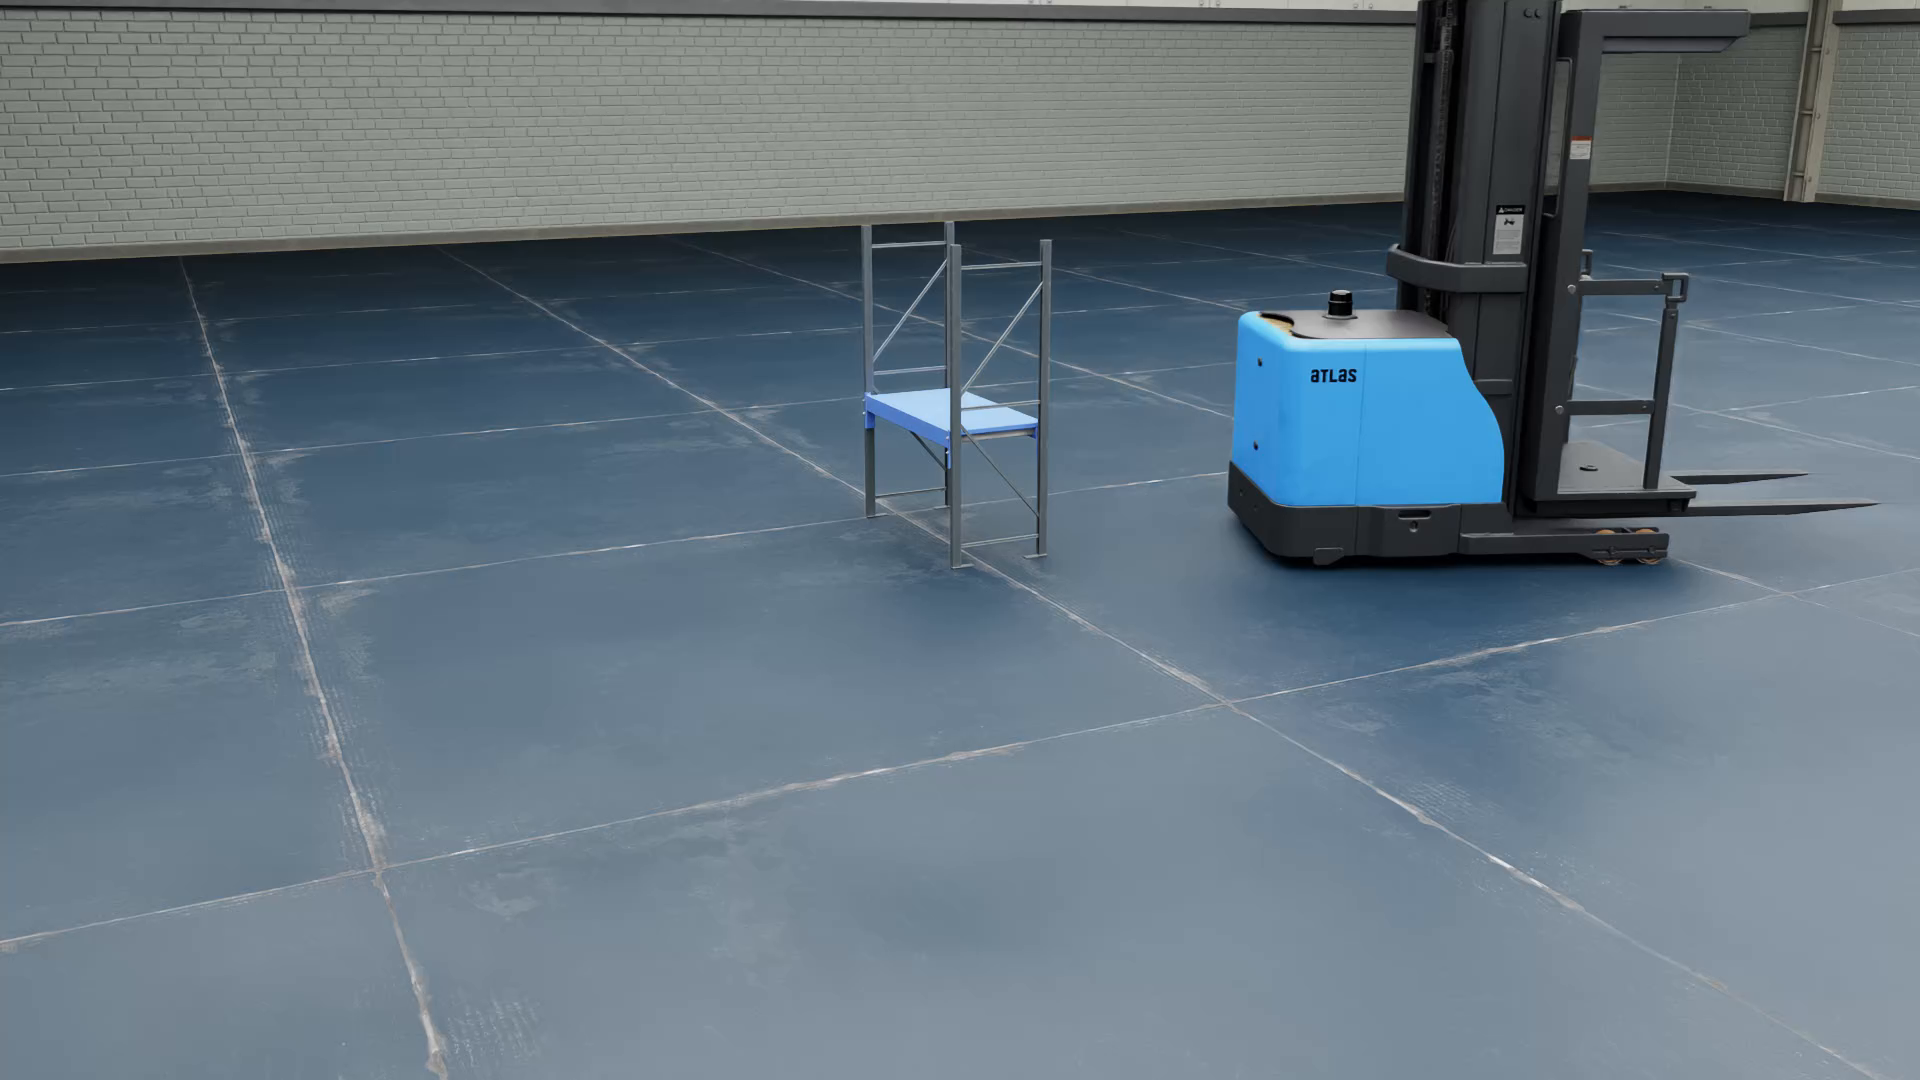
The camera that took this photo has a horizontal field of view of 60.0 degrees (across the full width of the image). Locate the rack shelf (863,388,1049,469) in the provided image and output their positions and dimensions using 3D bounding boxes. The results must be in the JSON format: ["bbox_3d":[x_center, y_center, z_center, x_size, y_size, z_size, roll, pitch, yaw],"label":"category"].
[{"bbox_3d":[-0.037,-0.569,8.167,0.538,0.185,1.000,-8,18,-25],"label":"rack shelf"}]

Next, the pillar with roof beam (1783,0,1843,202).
[{"bbox_3d":[10.487,-9.602,25.395,9.100,9.000,0.400,-8,18,-25],"label":"pillar with roof beam"}]

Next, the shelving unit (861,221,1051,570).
[{"bbox_3d":[-0.037,-0.742,8.117,0.538,1.500,1.048,-8,18,-25],"label":"shelving unit"}]

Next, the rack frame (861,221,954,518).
[{"bbox_3d":[-0.260,-0.868,8.557,0.500,1.500,0.032,-8,18,-25],"label":"rack frame"}]

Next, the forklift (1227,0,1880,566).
[{"bbox_3d":[2.929,-1.434,7.933,3.031,2.935,1.130,-1,16,-4],"label":"forklift"}]

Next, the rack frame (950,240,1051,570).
[{"bbox_3d":[0.185,-0.616,7.678,0.500,1.500,0.032,-8,18,-25],"label":"rack frame"}]
